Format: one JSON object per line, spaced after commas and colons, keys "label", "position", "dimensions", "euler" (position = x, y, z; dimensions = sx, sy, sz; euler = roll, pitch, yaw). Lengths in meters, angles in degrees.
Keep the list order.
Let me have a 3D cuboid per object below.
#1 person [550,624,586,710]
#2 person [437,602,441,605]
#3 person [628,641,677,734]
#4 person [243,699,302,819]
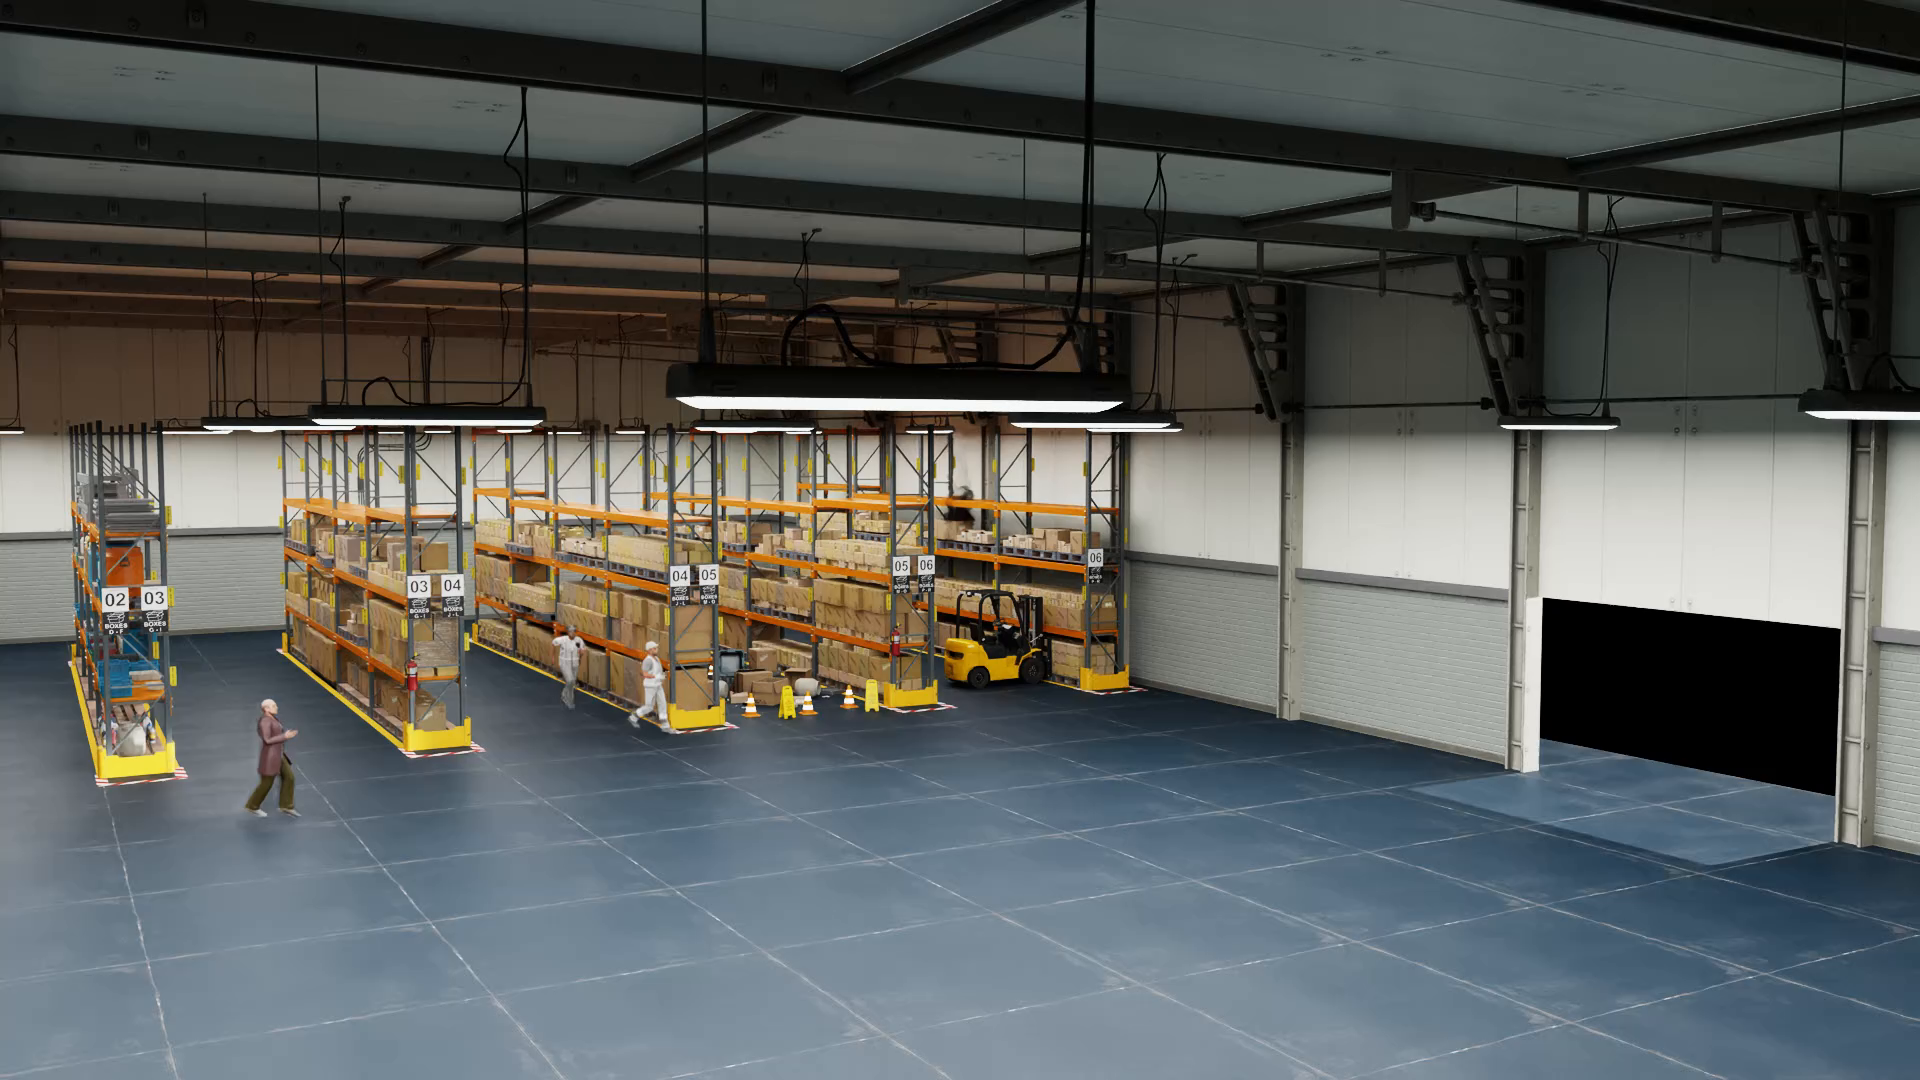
{"label": "person", "position": [-8.278, 2.678, 35.214], "dimensions": [0.686, 1.827, 0.873], "euler": [-2, 4, -33]}
{"label": "person", "position": [-14.733, 2.028, 45.962], "dimensions": [0.783, 1.766, 0.798], "euler": [1, 4, 11]}
{"label": "person", "position": [-5.932, 2.842, 32.017], "dimensions": [0.985, 1.793, 0.655], "euler": [1, 4, 15]}
{"label": "person", "position": [-10.290, 3.286, 24.834], "dimensions": [0.821, 1.828, 0.688], "euler": [0, 4, -5]}
